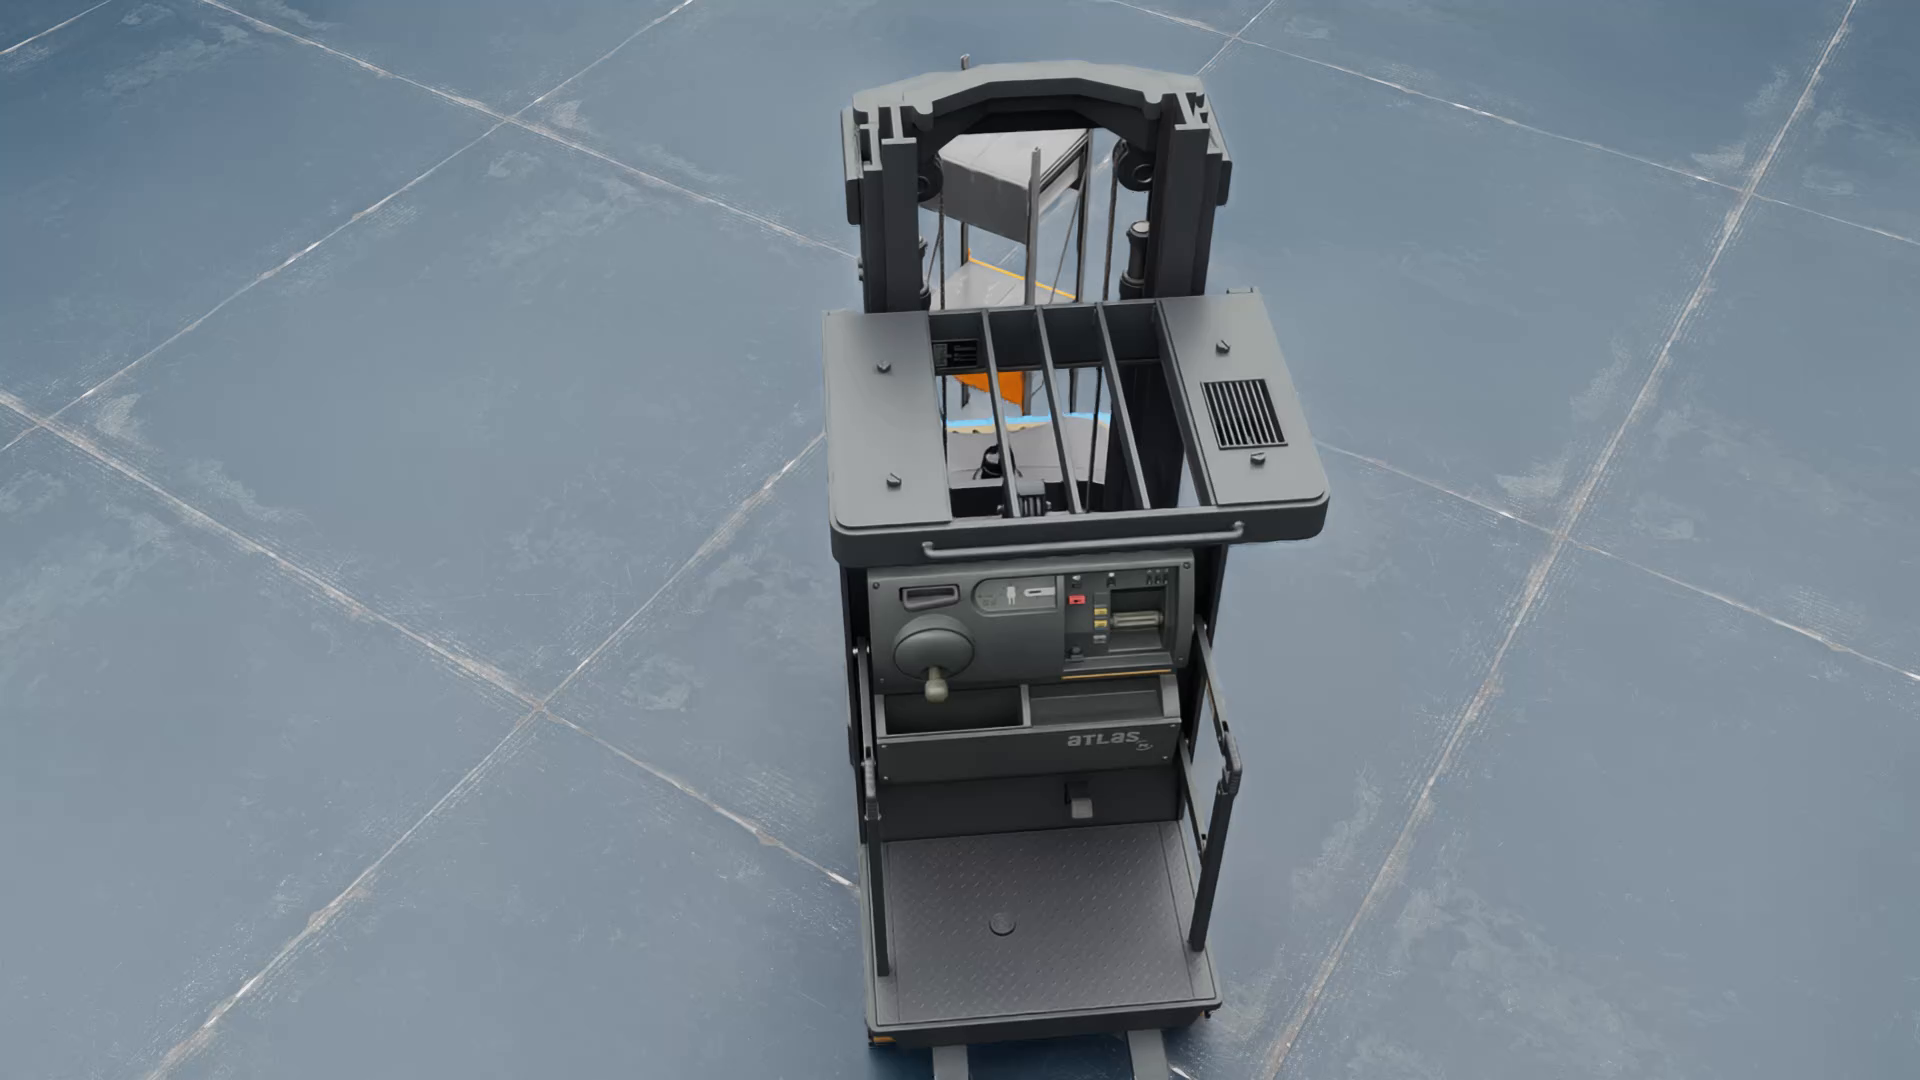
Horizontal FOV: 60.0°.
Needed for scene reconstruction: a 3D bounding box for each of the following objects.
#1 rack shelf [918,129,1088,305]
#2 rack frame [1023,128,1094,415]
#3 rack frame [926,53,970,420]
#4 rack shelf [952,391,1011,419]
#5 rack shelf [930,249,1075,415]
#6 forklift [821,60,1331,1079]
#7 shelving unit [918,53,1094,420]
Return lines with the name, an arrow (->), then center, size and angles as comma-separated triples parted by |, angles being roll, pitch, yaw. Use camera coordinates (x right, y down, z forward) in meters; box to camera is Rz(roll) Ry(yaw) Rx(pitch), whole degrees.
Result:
rack shelf -> 0.130, -1.184, 5.701 | 0.480, 0.518, 0.431 | 24, 50, 21
rack frame -> 0.337, -0.613, 6.104 | 0.015, 2.100, 0.400 | 24, 50, 21
rack frame -> -0.078, -0.797, 6.283 | 0.015, 2.100, 0.400 | 24, 50, 21
rack shelf -> 0.130, -0.208, 6.705 | 0.480, 0.518, 0.431 | 24, 50, 21
rack shelf -> 0.130, -0.696, 6.203 | 0.480, 0.518, 0.431 | 24, 50, 21
forklift -> 0.227, 0.342, 4.596 | 1.130, 2.935, 3.031 | -4, 46, -4
shelving unit -> 0.130, -0.705, 6.193 | 0.503, 2.100, 0.431 | 24, 50, 21
